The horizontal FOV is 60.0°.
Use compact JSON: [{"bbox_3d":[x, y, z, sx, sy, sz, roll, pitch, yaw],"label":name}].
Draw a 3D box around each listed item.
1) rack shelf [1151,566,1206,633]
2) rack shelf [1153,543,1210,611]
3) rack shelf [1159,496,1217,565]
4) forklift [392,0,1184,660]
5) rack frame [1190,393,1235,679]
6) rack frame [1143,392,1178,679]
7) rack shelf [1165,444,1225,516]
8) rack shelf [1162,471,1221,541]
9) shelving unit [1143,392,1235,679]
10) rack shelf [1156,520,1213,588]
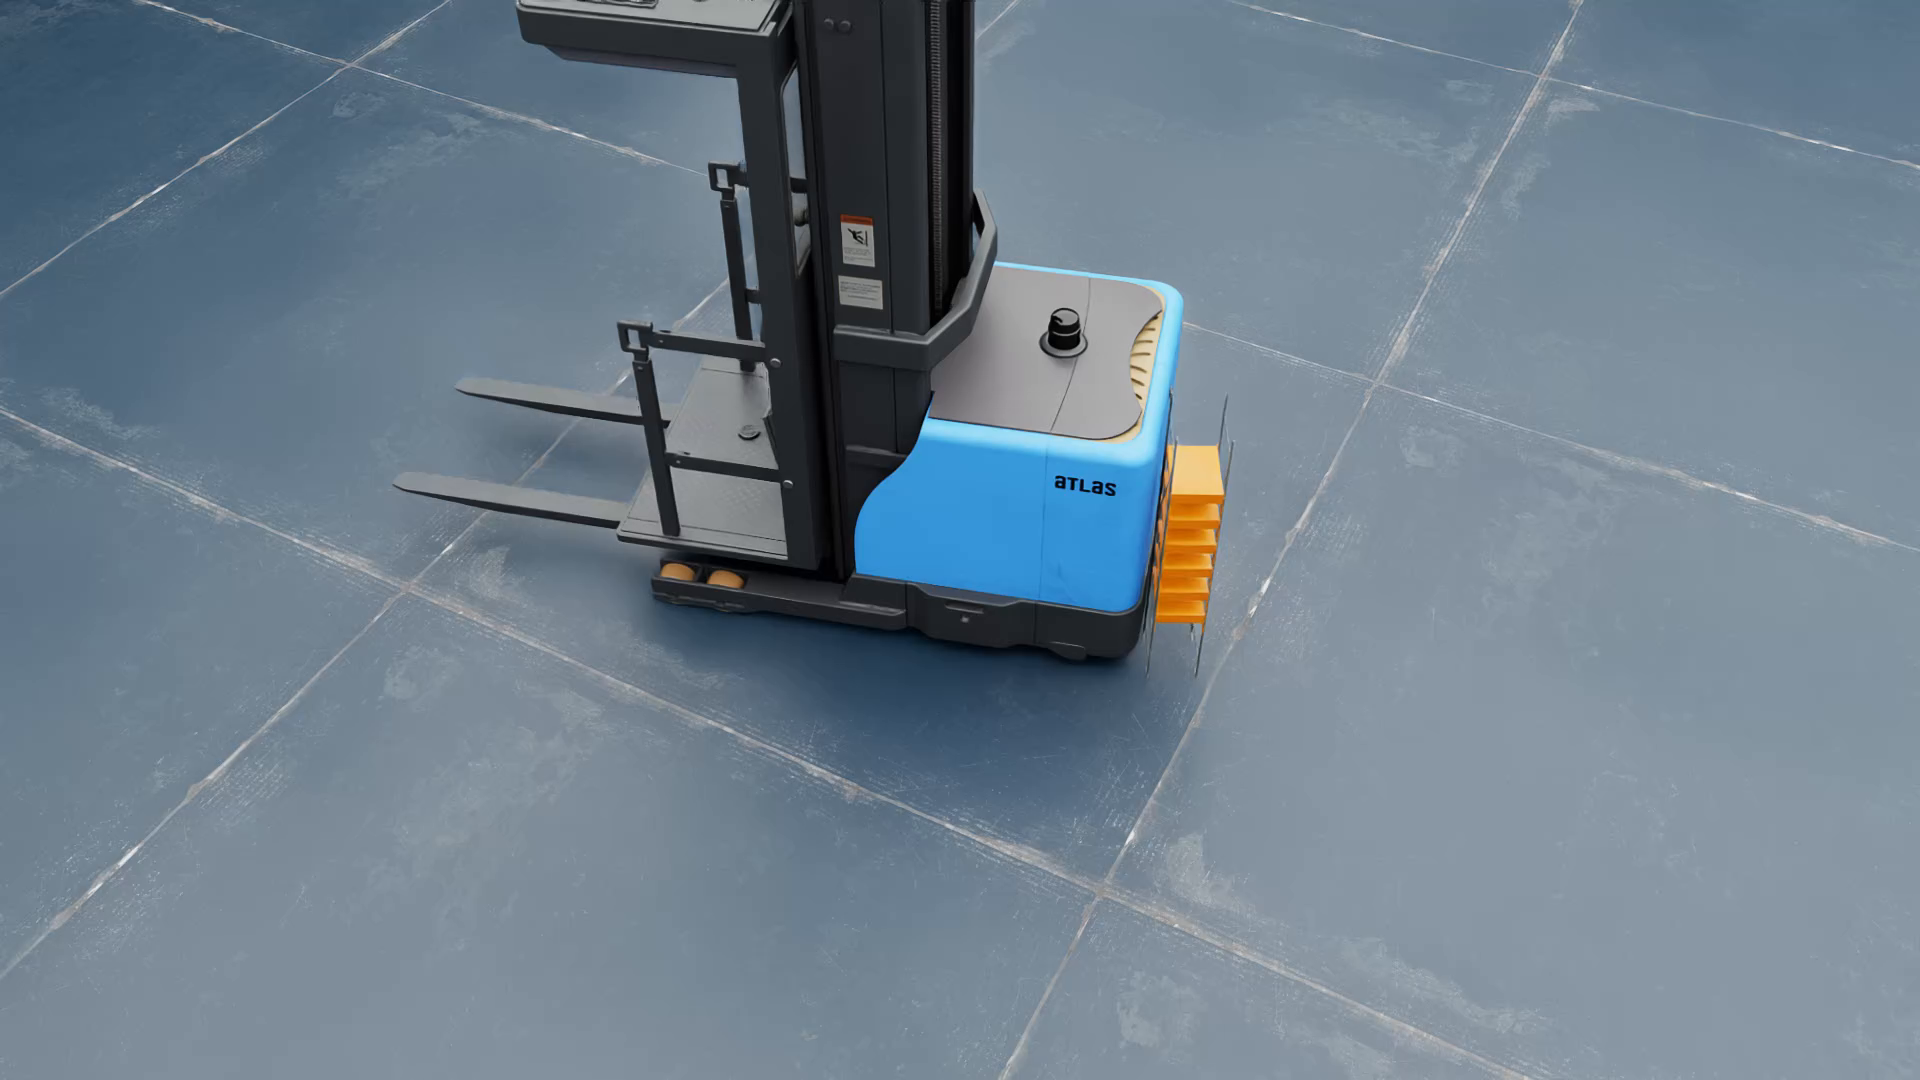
[{"bbox_3d":[0.796,0.214,6.095,0.180,0.103,0.258,1,45,1],"label":"rack shelf"},{"bbox_3d":[0.796,0.130,6.009,0.180,0.103,0.258,1,45,1],"label":"rack shelf"},{"bbox_3d":[0.796,-0.039,5.838,0.180,0.103,0.258,1,45,1],"label":"rack shelf"},{"bbox_3d":[-0.726,-1.110,5.786,3.031,2.935,1.130,8,46,8],"label":"forklift"},{"bbox_3d":[0.888,0.016,5.891,0.006,1.200,0.240,1,45,1],"label":"rack frame"},{"bbox_3d":[0.705,0.013,5.893,0.006,1.200,0.240,1,45,1],"label":"rack frame"},{"bbox_3d":[0.796,-0.207,5.668,0.180,0.103,0.258,1,45,1],"label":"rack shelf"},{"bbox_3d":[0.796,-0.123,5.753,0.180,0.103,0.258,1,45,1],"label":"rack shelf"},{"bbox_3d":[0.796,0.014,5.892,0.189,1.200,0.258,1,45,1],"label":"shelving unit"},{"bbox_3d":[0.796,0.046,5.924,0.180,0.103,0.258,1,45,1],"label":"rack shelf"}]
